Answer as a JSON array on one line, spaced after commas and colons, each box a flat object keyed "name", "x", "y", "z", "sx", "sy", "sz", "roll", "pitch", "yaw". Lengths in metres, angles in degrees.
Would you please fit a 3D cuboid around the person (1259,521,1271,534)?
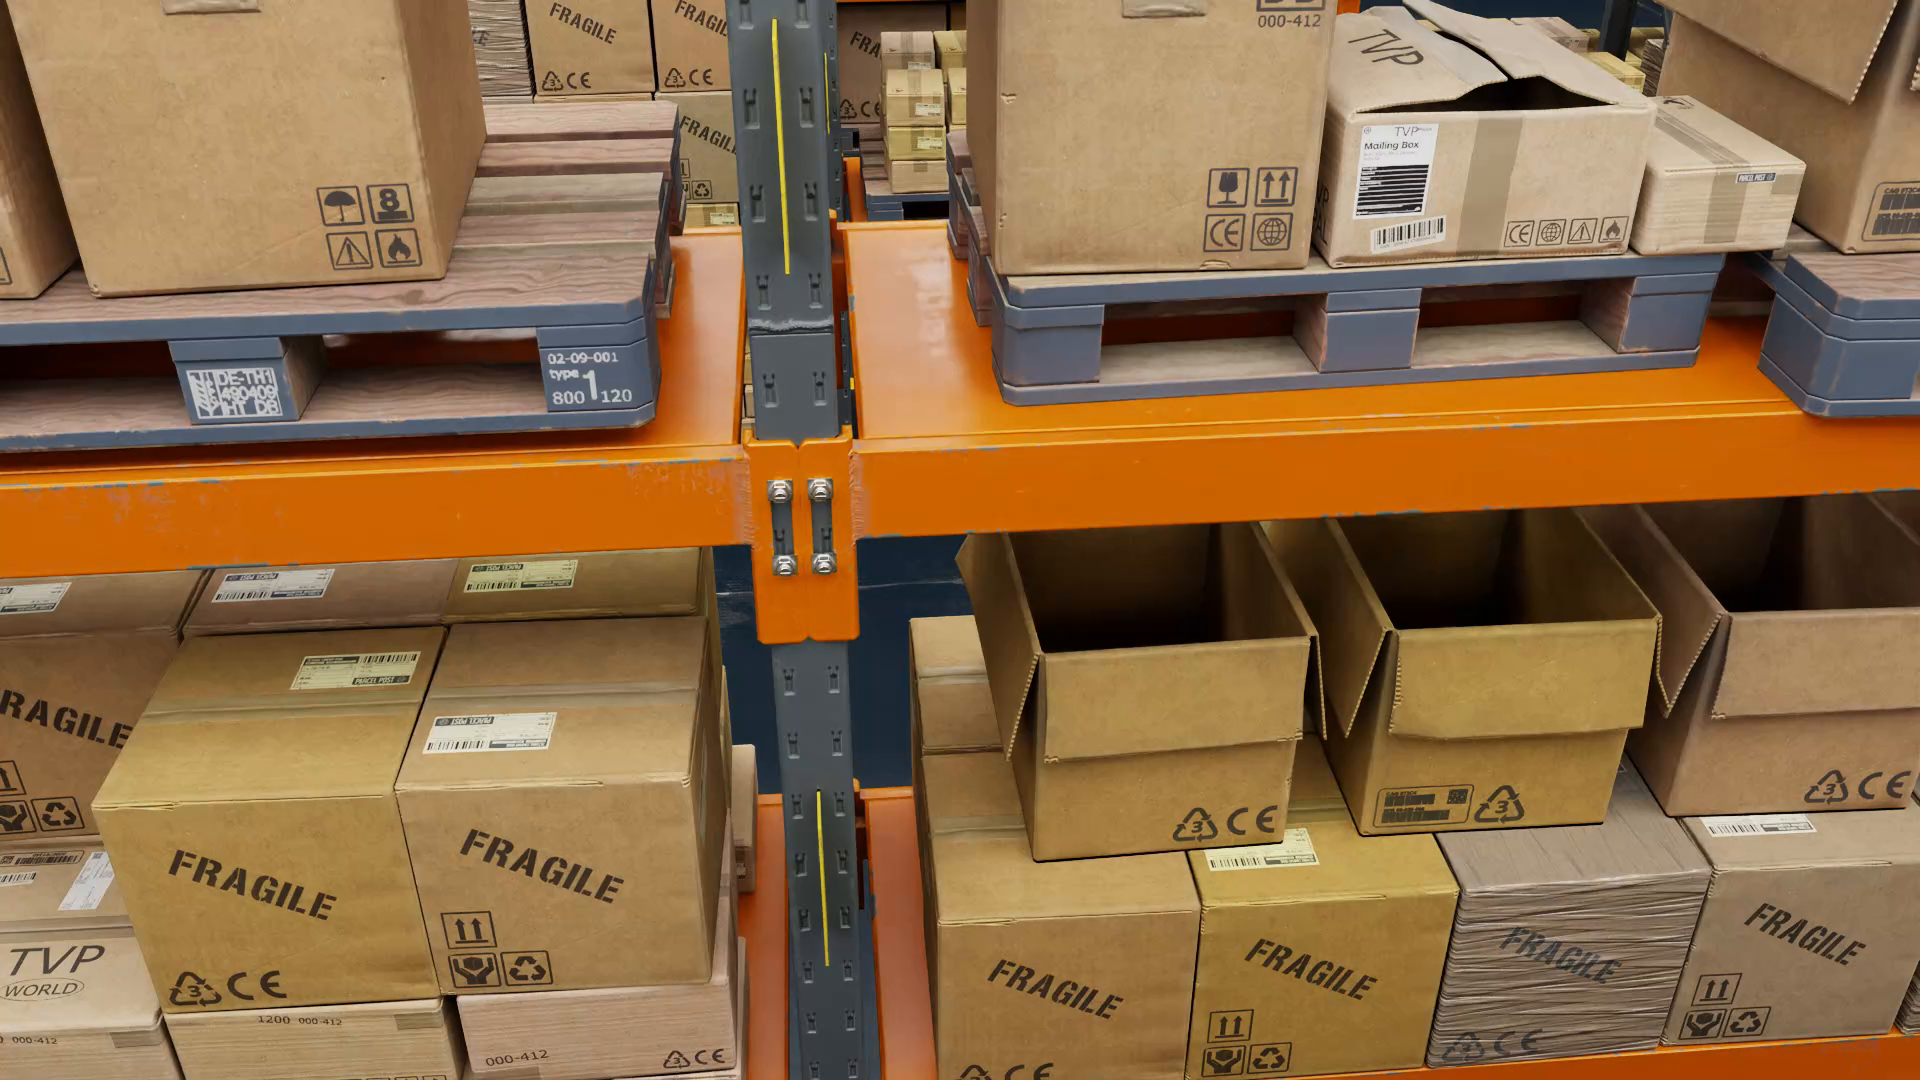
[{"name": "person", "x": 1.168, "y": 0.363, "z": 5.534, "sx": 0.484, "sy": 1.675, "sz": 0.462, "roll": -3, "pitch": 31, "yaw": -5}]
